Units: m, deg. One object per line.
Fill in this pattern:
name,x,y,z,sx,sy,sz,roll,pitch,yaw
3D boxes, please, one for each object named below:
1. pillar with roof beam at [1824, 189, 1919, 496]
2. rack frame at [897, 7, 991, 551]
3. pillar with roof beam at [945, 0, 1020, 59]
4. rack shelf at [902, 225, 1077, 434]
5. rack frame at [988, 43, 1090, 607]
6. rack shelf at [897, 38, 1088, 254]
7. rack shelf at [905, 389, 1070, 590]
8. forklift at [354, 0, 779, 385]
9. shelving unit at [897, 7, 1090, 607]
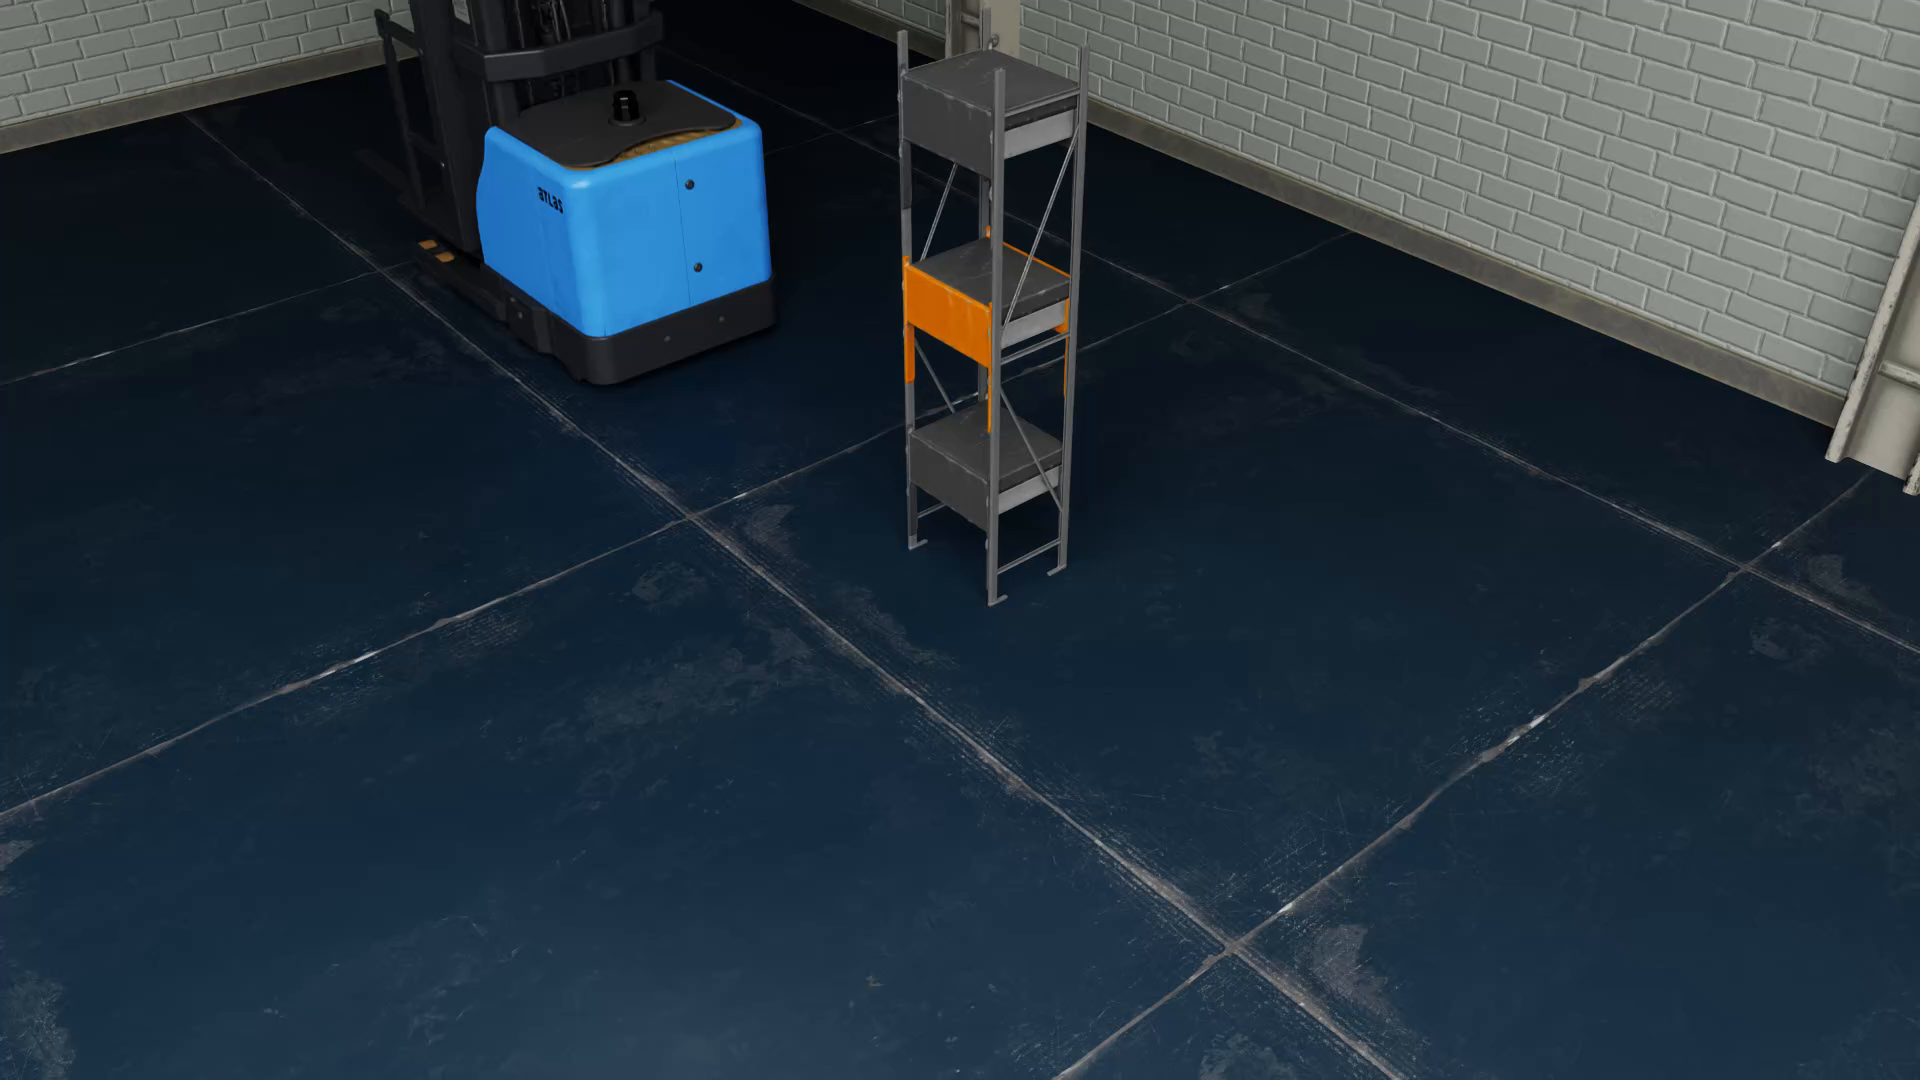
pillar with roof beam,0.726,-2.396,2.347,9.100,9.000,0.400,-26,43,-32
rack frame,-0.051,-0.892,6.192,0.400,2.100,0.015,-26,43,-32
pillar with roof beam,-3.146,-5.045,6.087,9.100,9.000,0.400,-26,43,-32
rack shelf,0.107,-0.773,6.048,0.431,0.518,0.480,-26,43,-32
rack frame,0.264,-0.676,5.888,0.400,2.100,0.015,-26,43,-32
rack shelf,0.107,-1.344,5.643,0.431,0.518,0.480,-26,43,-32
rack shelf,0.107,-0.201,6.452,0.431,0.518,0.480,-26,43,-32
forklift,-2.225,-2.686,8.007,1.130,2.935,3.031,-26,43,-32
shelving unit,0.107,-0.784,6.040,0.431,2.100,0.503,-26,43,-32
